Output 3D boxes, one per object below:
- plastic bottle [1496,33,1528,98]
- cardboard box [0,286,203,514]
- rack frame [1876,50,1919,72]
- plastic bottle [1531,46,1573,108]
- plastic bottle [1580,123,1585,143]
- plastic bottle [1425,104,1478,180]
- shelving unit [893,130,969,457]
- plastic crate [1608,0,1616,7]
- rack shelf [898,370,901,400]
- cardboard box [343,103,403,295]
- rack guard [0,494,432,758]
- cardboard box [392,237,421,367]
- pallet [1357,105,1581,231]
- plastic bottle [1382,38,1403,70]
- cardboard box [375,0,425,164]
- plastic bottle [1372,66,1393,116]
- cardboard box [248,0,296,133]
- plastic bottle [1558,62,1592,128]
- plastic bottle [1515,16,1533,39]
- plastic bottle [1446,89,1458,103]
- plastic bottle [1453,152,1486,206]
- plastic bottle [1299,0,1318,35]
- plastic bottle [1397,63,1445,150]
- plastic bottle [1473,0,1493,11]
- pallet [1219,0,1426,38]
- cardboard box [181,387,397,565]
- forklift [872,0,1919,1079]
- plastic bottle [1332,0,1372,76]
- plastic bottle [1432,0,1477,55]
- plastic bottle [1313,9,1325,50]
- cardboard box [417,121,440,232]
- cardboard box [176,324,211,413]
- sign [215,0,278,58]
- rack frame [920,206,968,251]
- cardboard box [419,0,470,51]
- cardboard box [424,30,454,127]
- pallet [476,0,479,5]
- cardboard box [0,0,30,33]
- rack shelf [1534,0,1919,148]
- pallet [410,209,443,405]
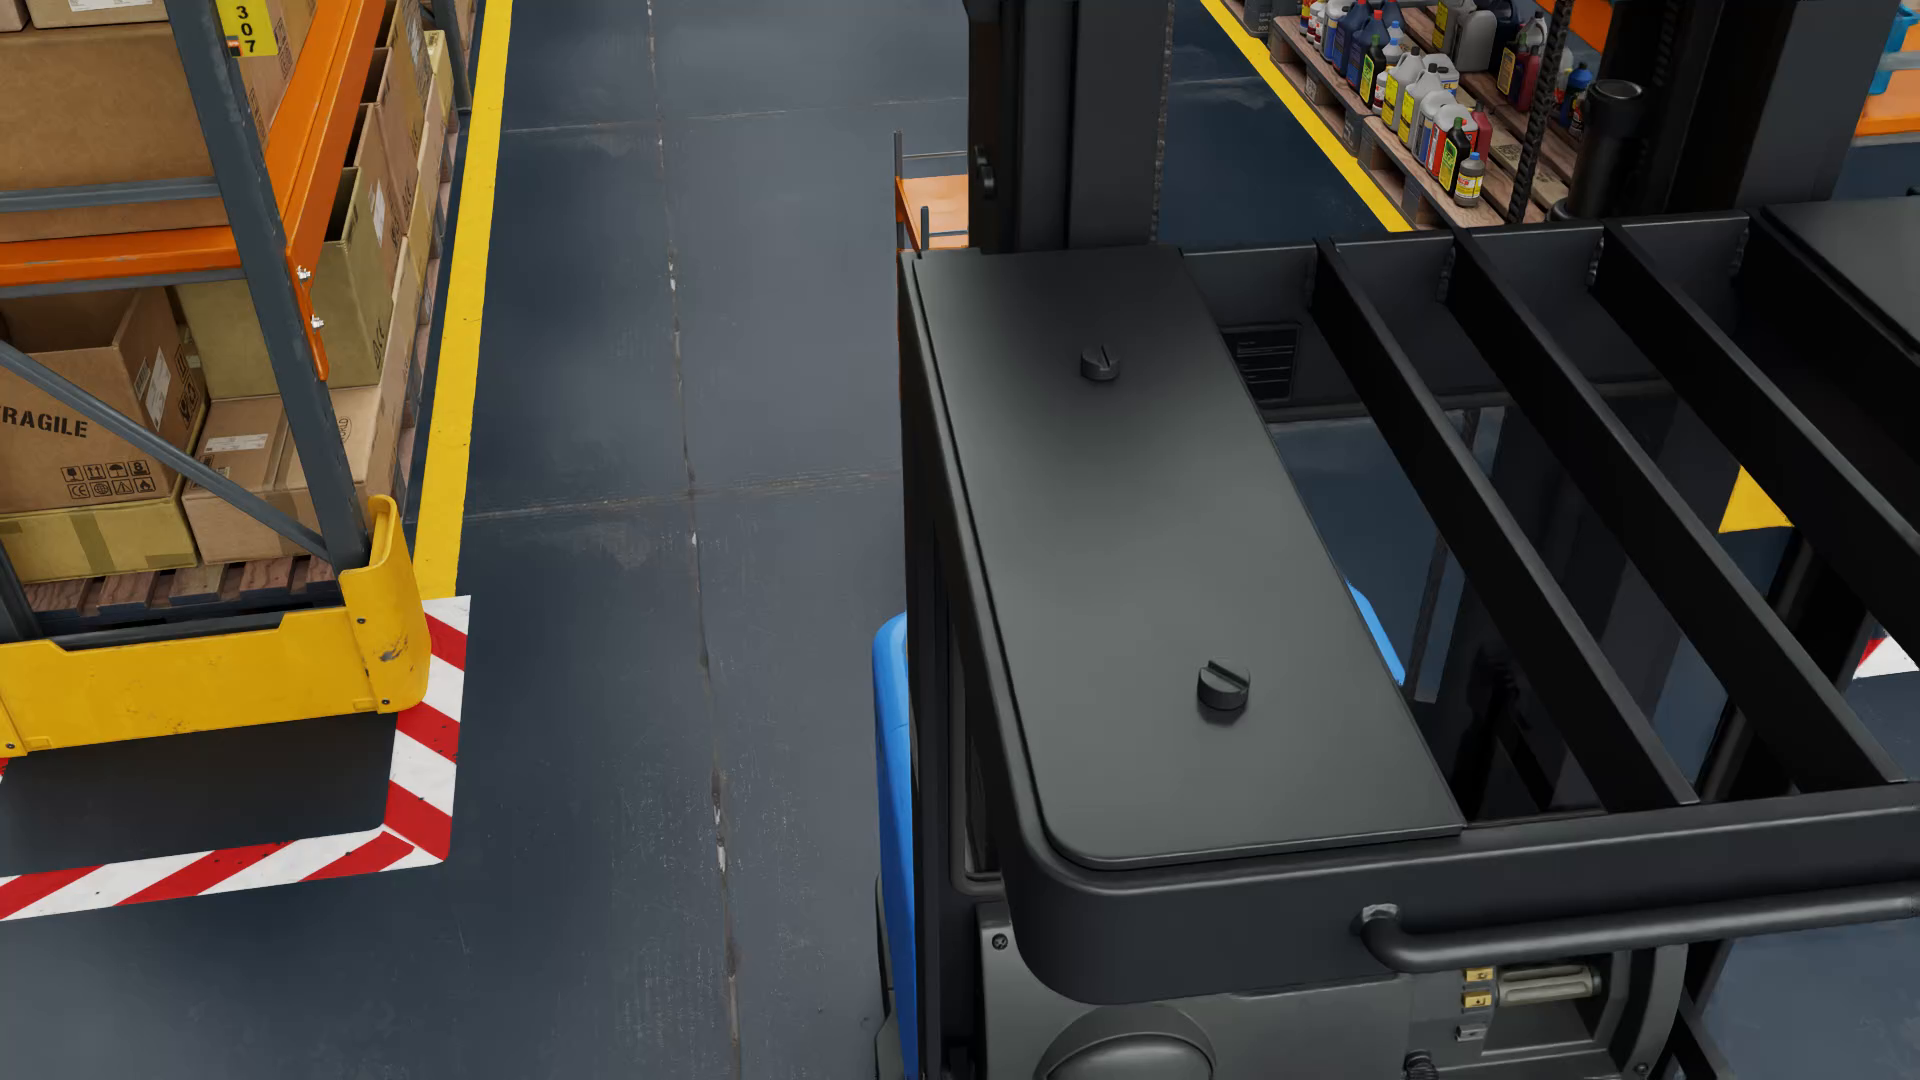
[{"bbox_3d":[2.460,-2.123,7.393,0.061,0.283,0.133,-6,38,-8],"label":"plastic bottle"},{"bbox_3d":[-2.494,-0.439,4.657,0.500,0.500,0.500,-6,38,-8],"label":"cardboard box"},{"bbox_3d":[2.774,-1.301,4.480,0.949,2.616,0.053,-6,38,-8],"label":"rack frame"},{"bbox_3d":[2.581,-2.048,7.302,0.152,0.276,0.135,-6,38,-7],"label":"plastic bottle"},{"bbox_3d":[2.682,-1.793,6.979,0.097,0.271,0.097,0,38,0],"label":"plastic bottle"},{"bbox_3d":[2.000,-1.616,6.747,0.152,0.276,0.135,-6,38,-8],"label":"plastic bottle"},{"bbox_3d":[-0.029,-0.574,5.011,0.258,1.200,0.503,-6,38,-8],"label":"shelving unit"},{"bbox_3d":[2.280,-1.905,5.379,0.499,0.251,0.408,-6,38,-8],"label":"plastic crate"},{"bbox_3d":[-0.029,-0.364,5.174,0.258,0.148,0.480,-6,38,-8],"label":"rack shelf"},{"bbox_3d":[-2.172,-1.097,5.505,0.500,0.500,0.500,-6,38,-8],"label":"cardboard box"},{"bbox_3d":[-2.103,0.231,4.545,1.175,0.500,0.348,-6,38,-8],"label":"rack guard"},{"bbox_3d":[-2.160,-0.802,5.736,0.500,0.250,0.500,-6,38,-8],"label":"cardboard box"},{"bbox_3d":[2.363,-1.467,6.967,1.003,0.211,1.213,-6,38,-8],"label":"pallet"},{"bbox_3d":[1.898,-2.082,7.351,0.097,0.271,0.097,0,38,0],"label":"plastic bottle"},{"bbox_3d":[-2.344,-1.701,6.283,0.500,0.500,0.500,-6,38,-8],"label":"cardboard box"},{"bbox_3d":[1.862,-1.966,7.258,0.097,0.201,0.097,0,38,0],"label":"plastic bottle"},{"bbox_3d":[-2.273,-1.410,4.538,0.700,0.500,0.500,-5,38,-7],"label":"cardboard box"},{"bbox_3d":[2.646,-1.916,7.136,0.097,0.271,0.097,0,38,0],"label":"plastic bottle"},{"bbox_3d":[2.569,-2.250,7.557,0.061,0.283,0.133,-4,38,-5],"label":"plastic bottle"},{"bbox_3d":[2.053,-1.810,7.057,0.097,0.201,0.097,0,38,0],"label":"plastic bottle"},{"bbox_3d":[2.017,-1.432,6.570,0.097,0.201,0.097,0,38,0],"label":"plastic bottle"},{"bbox_3d":[1.693,-2.574,7.983,0.097,0.271,0.097,0,38,0],"label":"plastic bottle"},{"bbox_3d":[1.942,-1.829,6.960,0.144,0.351,0.185,-5,38,-6],"label":"plastic bottle"},{"bbox_3d":[2.466,-2.487,7.806,0.144,0.351,0.185,-7,38,-9],"label":"plastic bottle"},{"bbox_3d":[1.893,-3.086,9.050,1.003,0.211,1.213,-6,38,-8],"label":"pallet"},{"bbox_3d":[-1.982,-0.198,4.959,0.500,0.250,0.500,-6,38,-8],"label":"cardboard box"},{"bbox_3d":[1.096,-1.587,4.278,3.137,3.703,9.240,-5,38,-6],"label":"forklift"},{"bbox_3d":[1.802,-2.313,7.582,0.144,0.351,0.185,-5,38,-7],"label":"plastic bottle"},{"bbox_3d":[2.324,-2.471,7.786,0.144,0.351,0.185,-6,38,-8],"label":"plastic bottle"},{"bbox_3d":[1.729,-2.423,7.847,0.097,0.201,0.097,0,38,0],"label":"plastic bottle"},{"bbox_3d":[-2.332,-1.406,6.514,0.500,0.250,0.500,-6,38,-8],"label":"cardboard box"},{"bbox_3d":[-2.591,-0.443,5.275,0.500,0.250,0.500,-6,38,-8],"label":"cardboard box"},{"bbox_3d":[-1.559,-1.200,3.579,0.100,0.325,0.005,-6,38,-8],"label":"sign"},{"bbox_3d":[0.014,-0.426,4.821,0.240,1.200,0.015,-6,38,-8],"label":"rack frame"},{"bbox_3d":[-2.635,-2.537,7.969,0.500,0.250,0.500,-7,38,-9],"label":"cardboard box"},{"bbox_3d":[-2.512,-2.010,7.291,0.500,0.250,0.500,-6,38,-8],"label":"cardboard box"},{"bbox_3d":[-3.193,-3.265,9.280,1.003,0.211,1.213,-6,38,-8],"label":"pallet"},{"bbox_3d":[-2.362,-1.276,3.838,0.380,0.149,0.250,-7,38,-9],"label":"cardboard box"},{"bbox_3d":[2.420,-2.225,6.255,1.077,0.370,4.000,-6,38,-8],"label":"rack shelf"},{"bbox_3d":[-2.493,-0.862,6.188,1.003,0.211,1.213,-6,38,-8],"label":"pallet"}]
